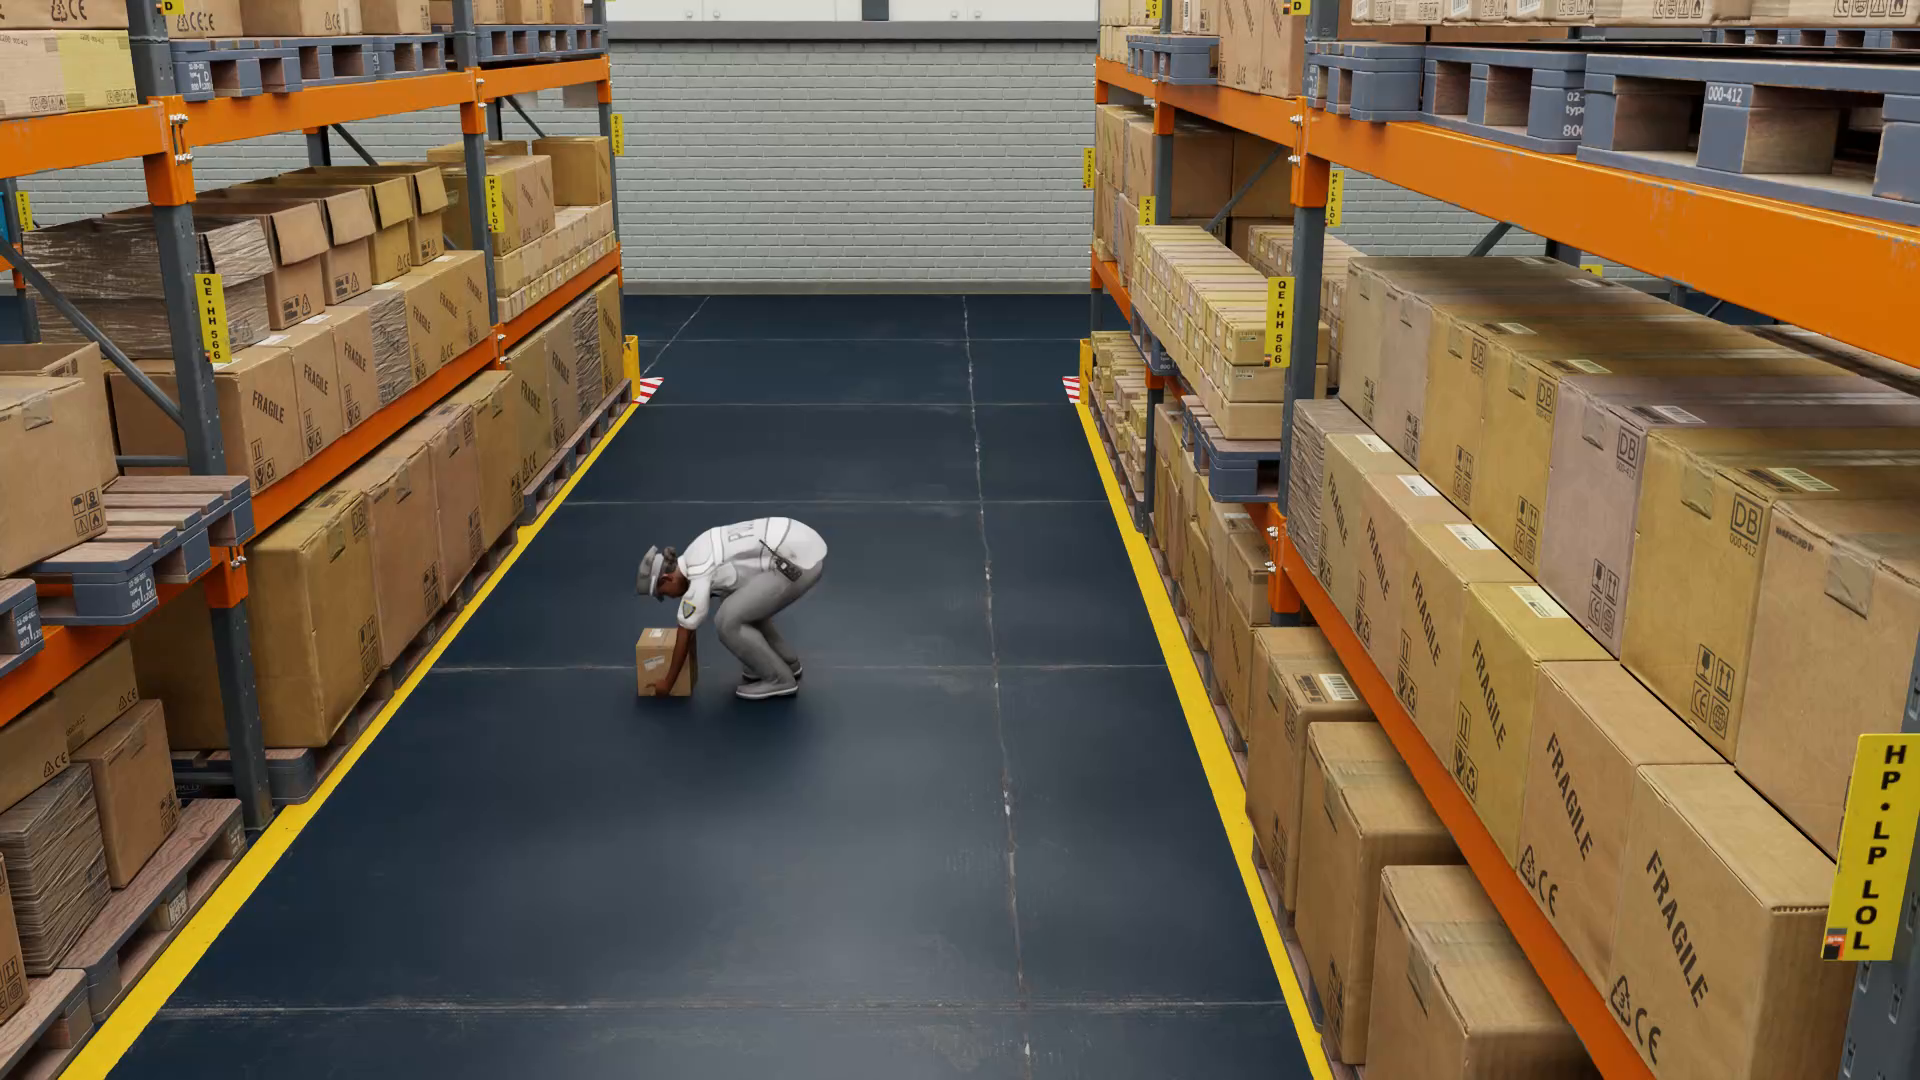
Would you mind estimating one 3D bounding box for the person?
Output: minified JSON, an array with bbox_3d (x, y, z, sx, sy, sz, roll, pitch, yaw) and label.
[{"bbox_3d":[-1.085,0.324,7.937,0.913,0.842,0.470,-1,17,-3],"label":"person"}]
